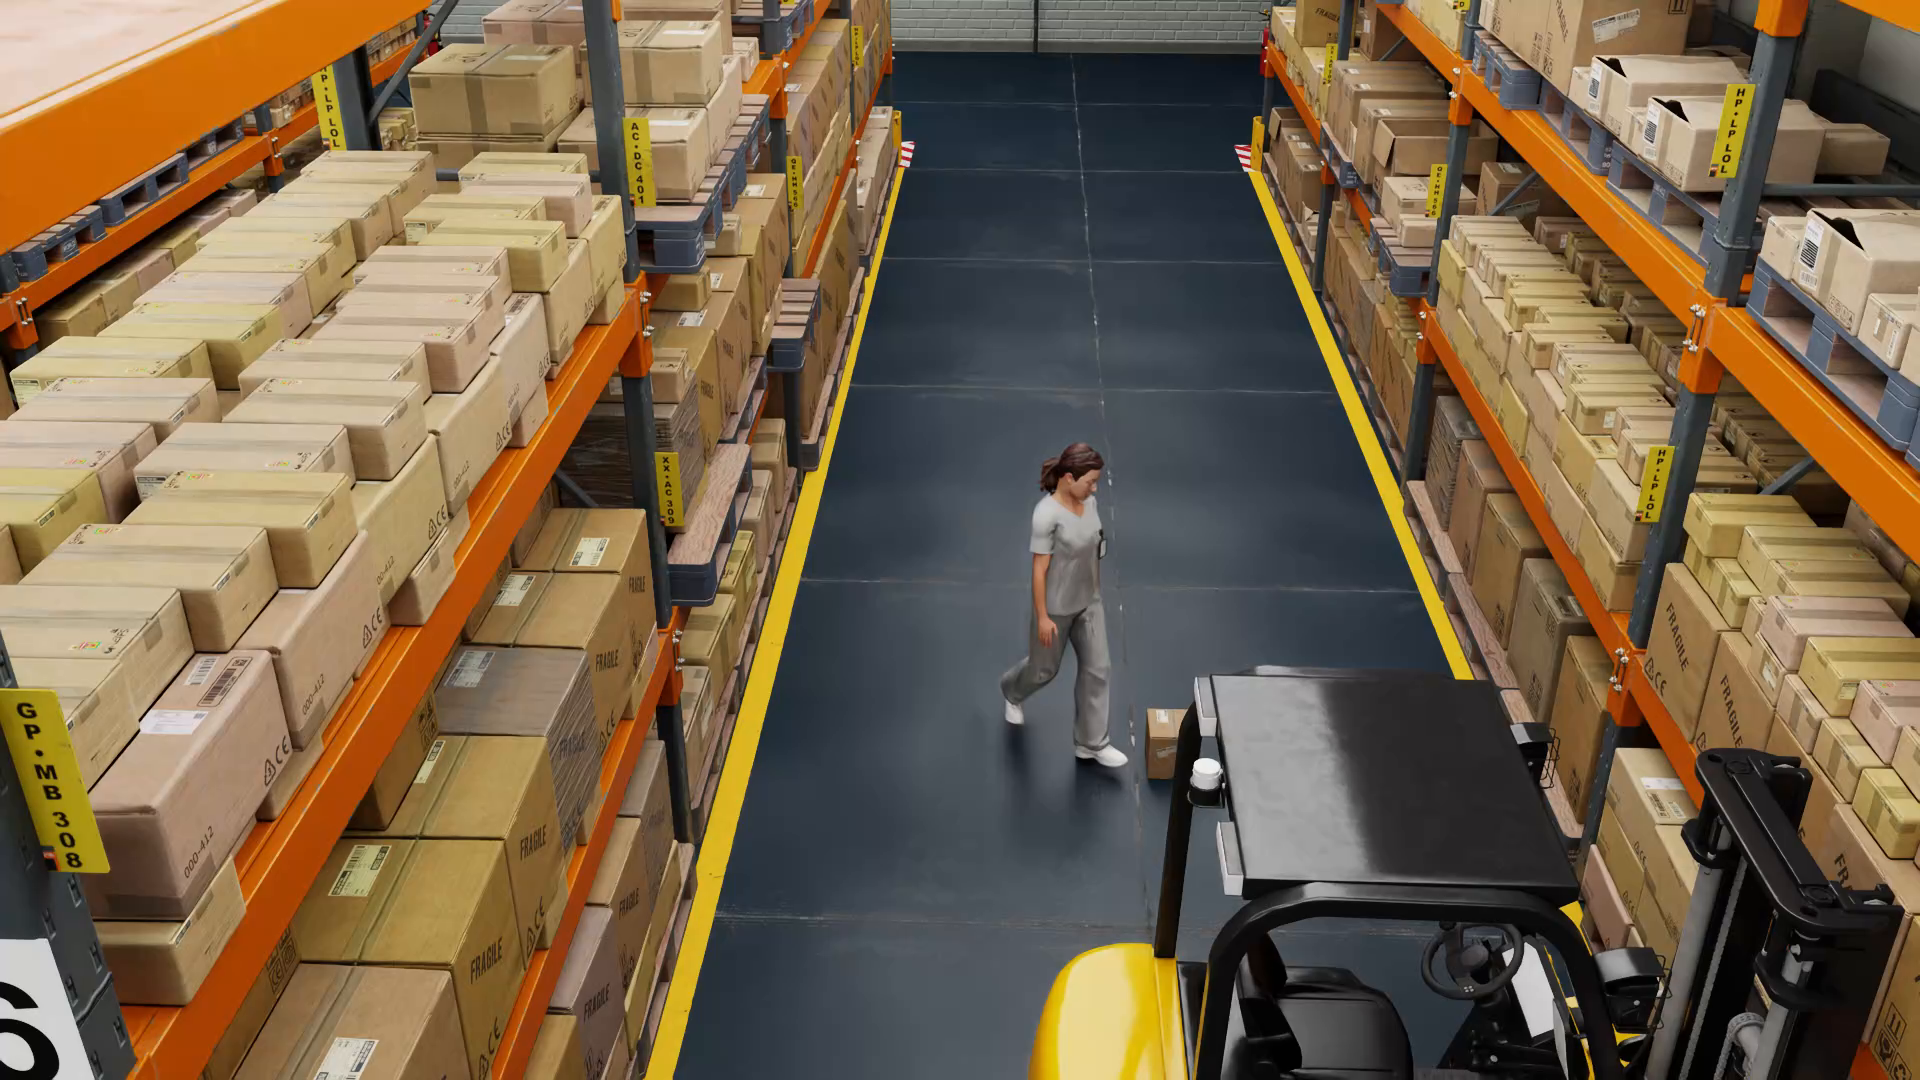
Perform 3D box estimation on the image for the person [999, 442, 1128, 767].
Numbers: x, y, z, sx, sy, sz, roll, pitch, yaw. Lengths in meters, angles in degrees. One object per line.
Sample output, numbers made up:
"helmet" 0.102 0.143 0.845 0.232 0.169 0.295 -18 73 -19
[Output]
"person" 0.491 0.300 8.053 0.483 1.652 0.830 -20 34 -33
